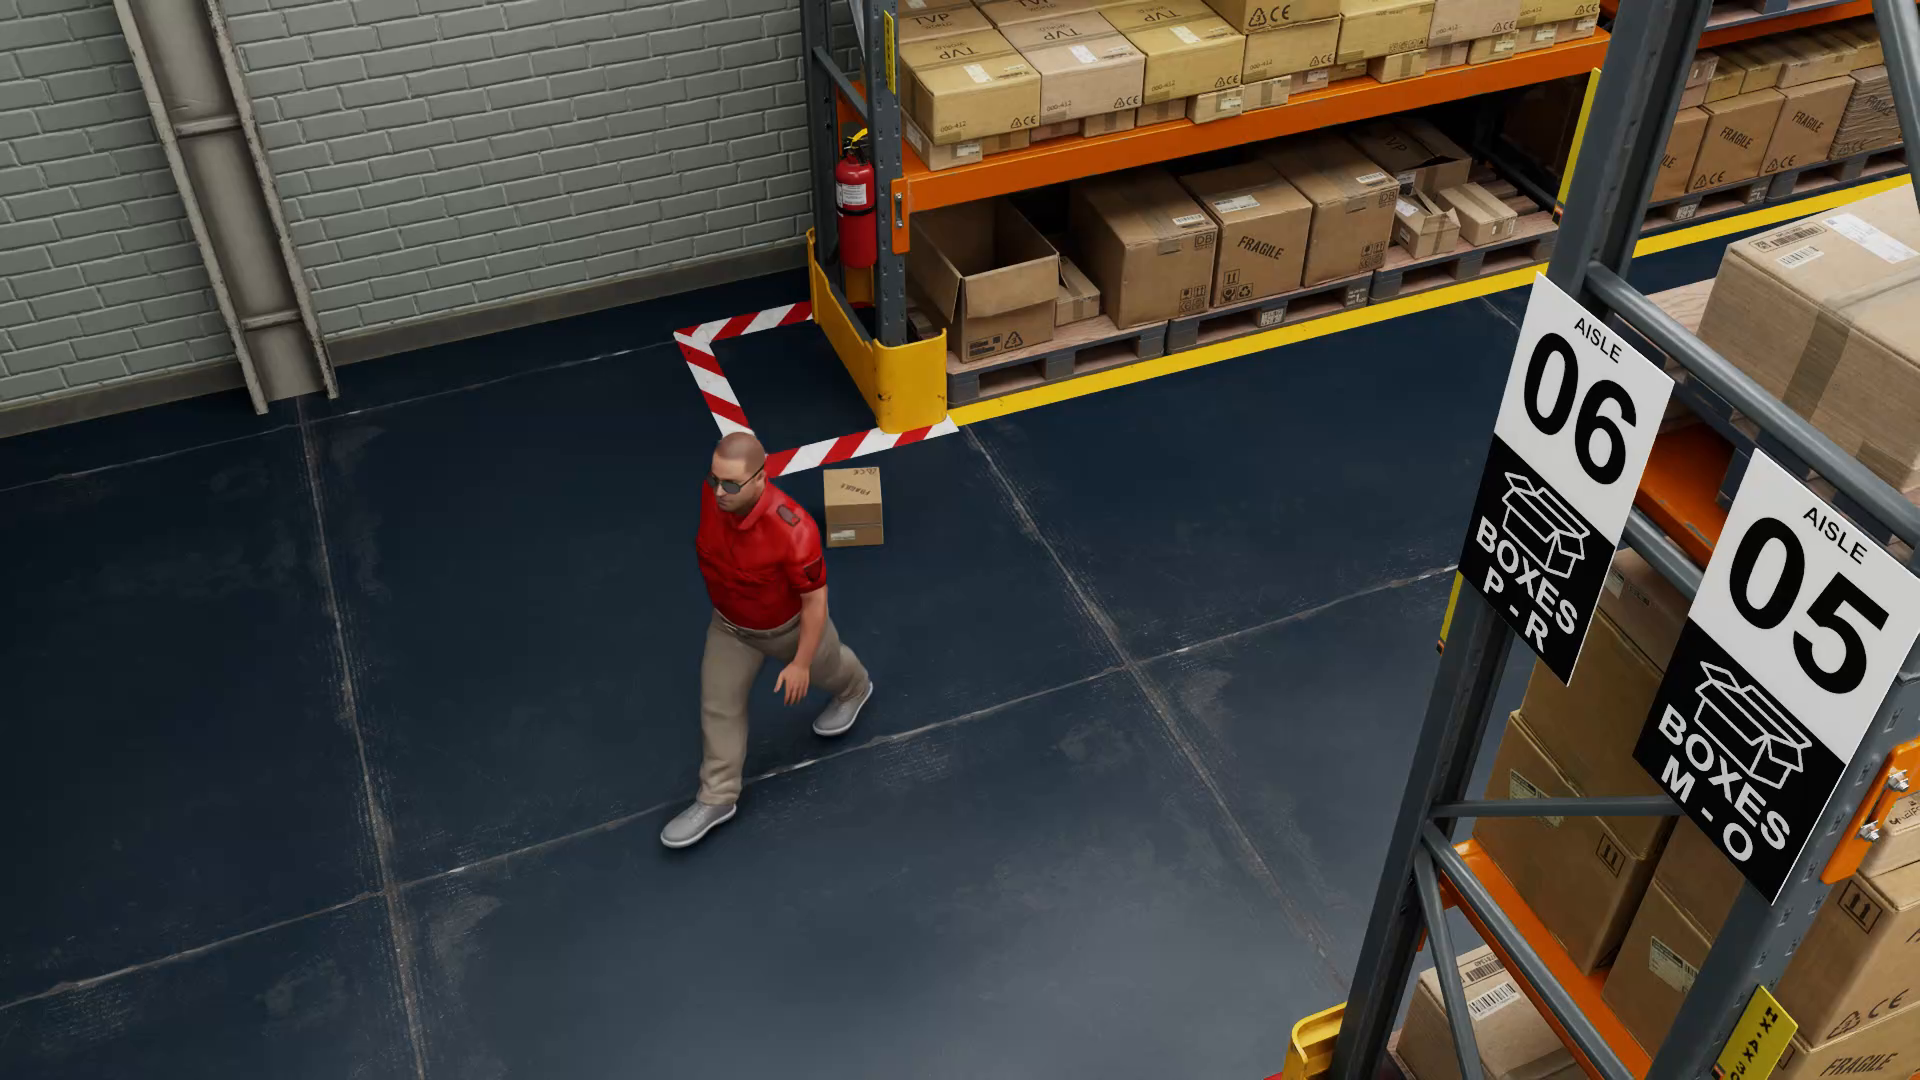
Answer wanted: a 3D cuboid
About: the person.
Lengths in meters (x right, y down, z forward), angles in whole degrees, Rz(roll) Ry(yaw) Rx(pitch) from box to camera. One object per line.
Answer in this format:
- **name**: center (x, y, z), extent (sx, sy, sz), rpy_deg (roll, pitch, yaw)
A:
- **person**: center (-0.685, 0.289, 5.854), extent (0.569, 1.661, 1.063), rpy_deg (22, 46, 23)
